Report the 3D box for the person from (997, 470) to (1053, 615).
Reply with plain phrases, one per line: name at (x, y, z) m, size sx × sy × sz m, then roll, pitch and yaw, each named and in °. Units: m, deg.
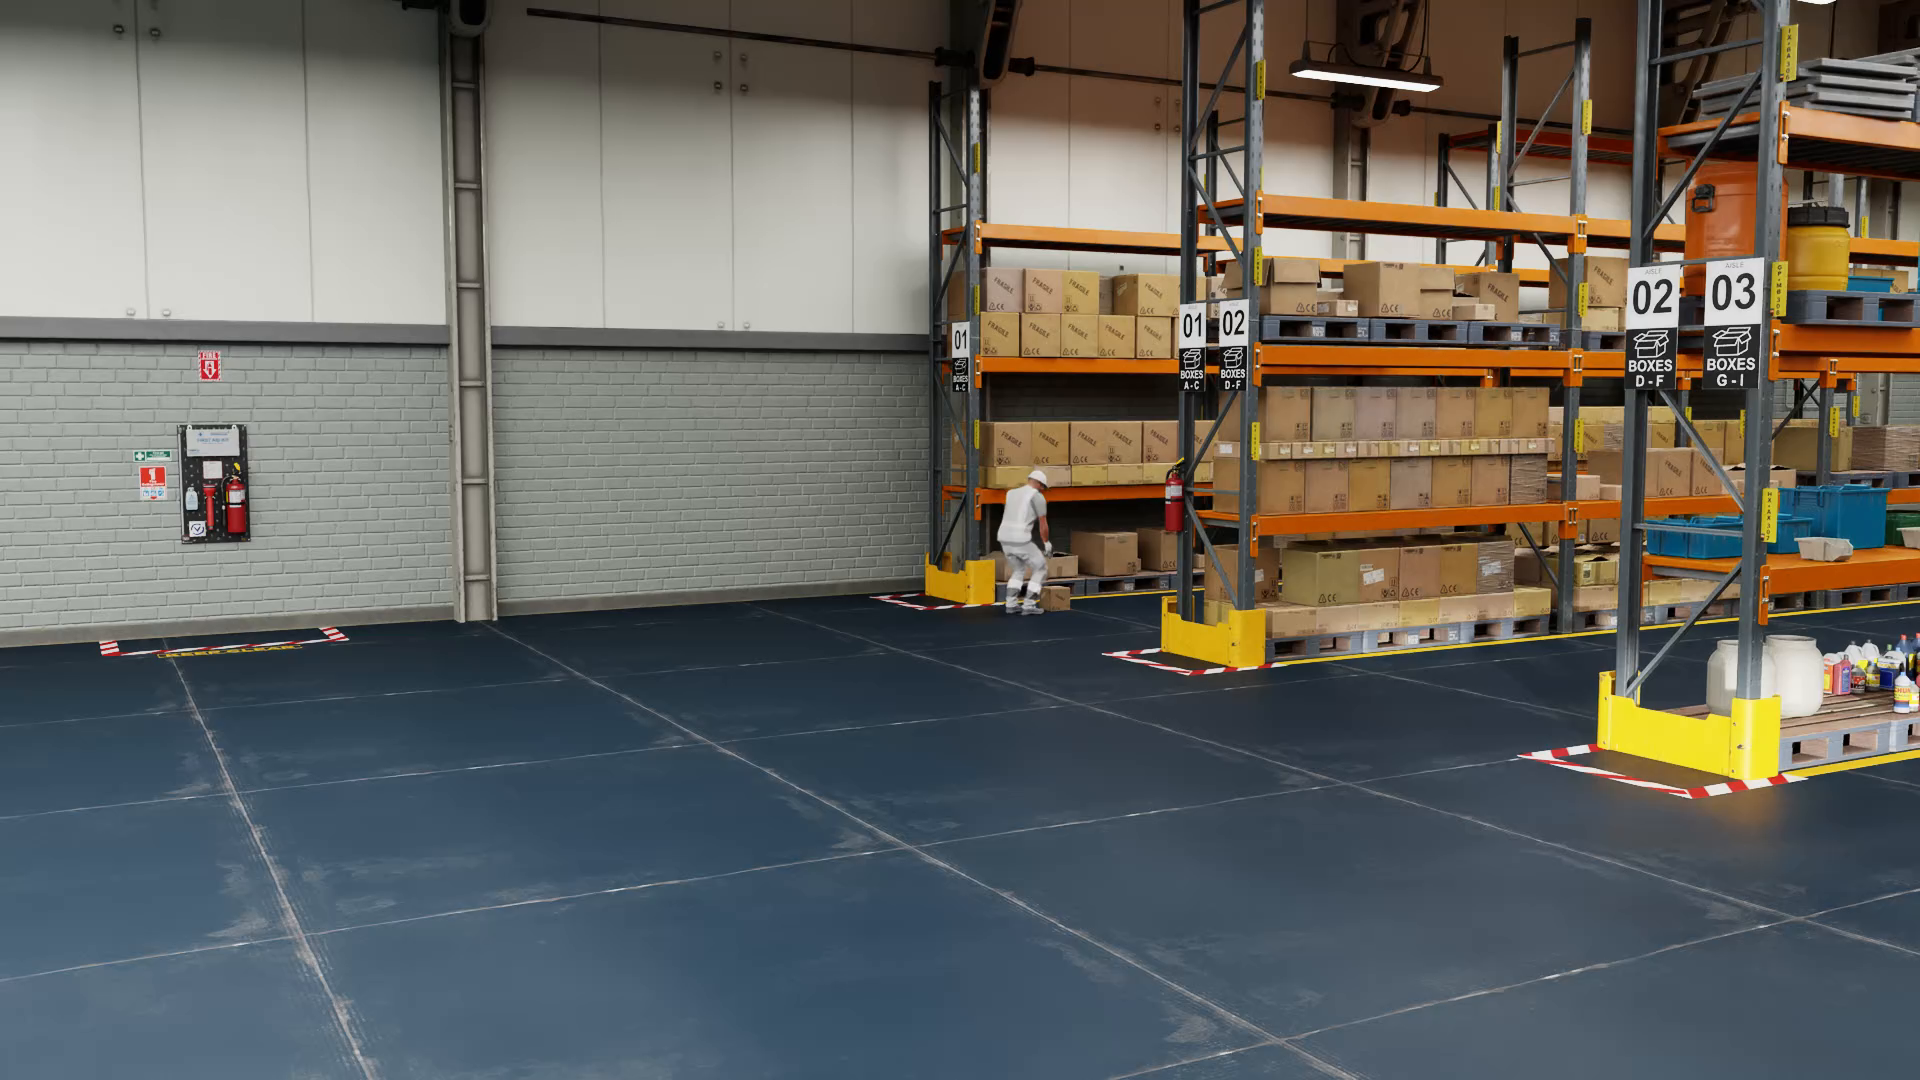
person at (0.701, 0.024, 18.133) m, size 0.669 × 1.555 × 0.577 m, roll -4°, pitch 7°, yaw -41°
